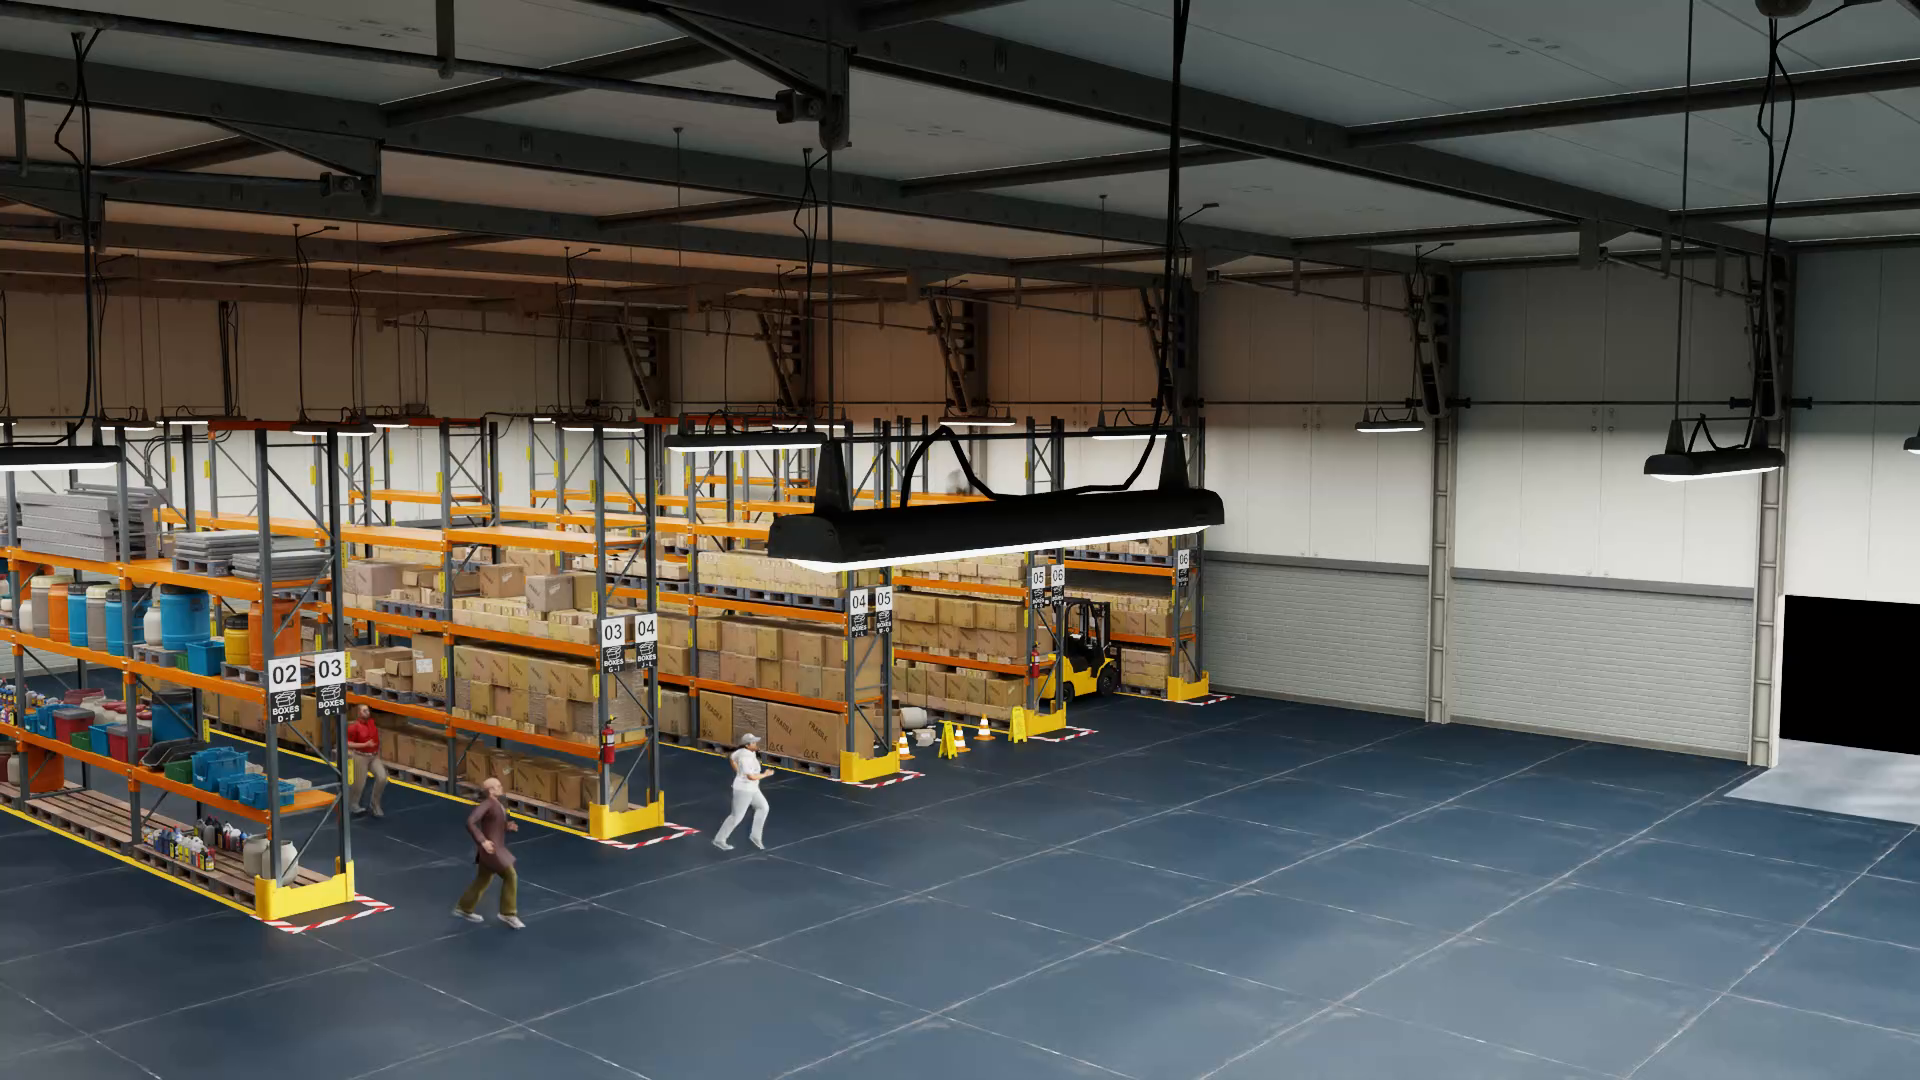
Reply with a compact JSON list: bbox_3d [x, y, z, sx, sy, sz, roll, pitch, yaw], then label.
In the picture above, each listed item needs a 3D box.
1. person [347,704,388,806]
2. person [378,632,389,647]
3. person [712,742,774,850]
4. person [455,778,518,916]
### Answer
[{"bbox_3d":[-9.052,3.289,25.350,0.750,1.596,0.638,3,6,33],"label":"person"},{"bbox_3d":[-13.871,2.210,39.812,0.471,1.650,0.690,0,5,-3],"label":"person"},{"bbox_3d":[-3.050,3.587,23.433,0.870,1.664,0.611,0,5,-5],"label":"person"},{"bbox_3d":[-5.719,3.690,20.060,0.759,1.658,0.707,-1,5,-15],"label":"person"}]
